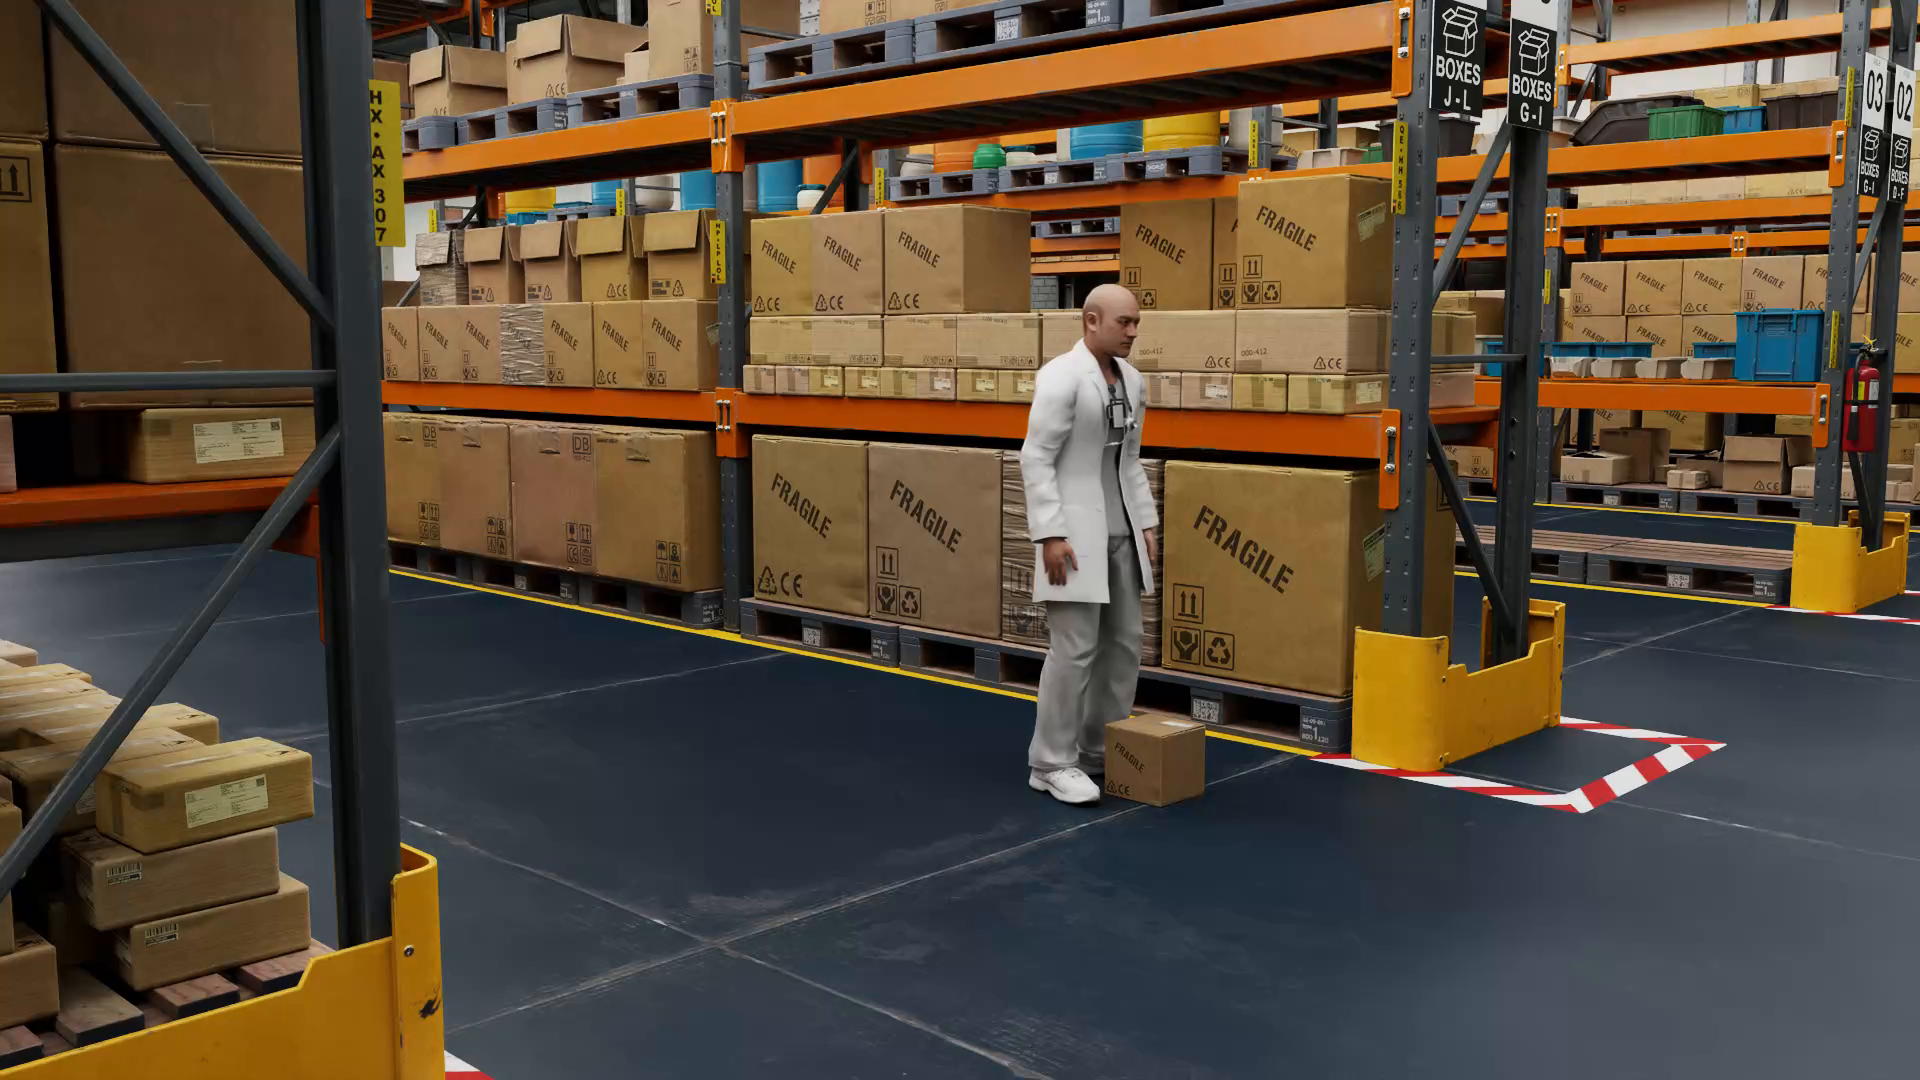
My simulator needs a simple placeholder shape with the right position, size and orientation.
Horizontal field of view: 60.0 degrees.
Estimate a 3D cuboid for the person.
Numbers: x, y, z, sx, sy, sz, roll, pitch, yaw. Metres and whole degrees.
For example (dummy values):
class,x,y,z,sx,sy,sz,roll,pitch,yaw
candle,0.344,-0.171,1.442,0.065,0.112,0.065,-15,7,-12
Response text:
class,x,y,z,sx,sy,sz,roll,pitch,yaw
person,0.475,-0.007,5.865,0.427,1.774,0.644,6,9,43
